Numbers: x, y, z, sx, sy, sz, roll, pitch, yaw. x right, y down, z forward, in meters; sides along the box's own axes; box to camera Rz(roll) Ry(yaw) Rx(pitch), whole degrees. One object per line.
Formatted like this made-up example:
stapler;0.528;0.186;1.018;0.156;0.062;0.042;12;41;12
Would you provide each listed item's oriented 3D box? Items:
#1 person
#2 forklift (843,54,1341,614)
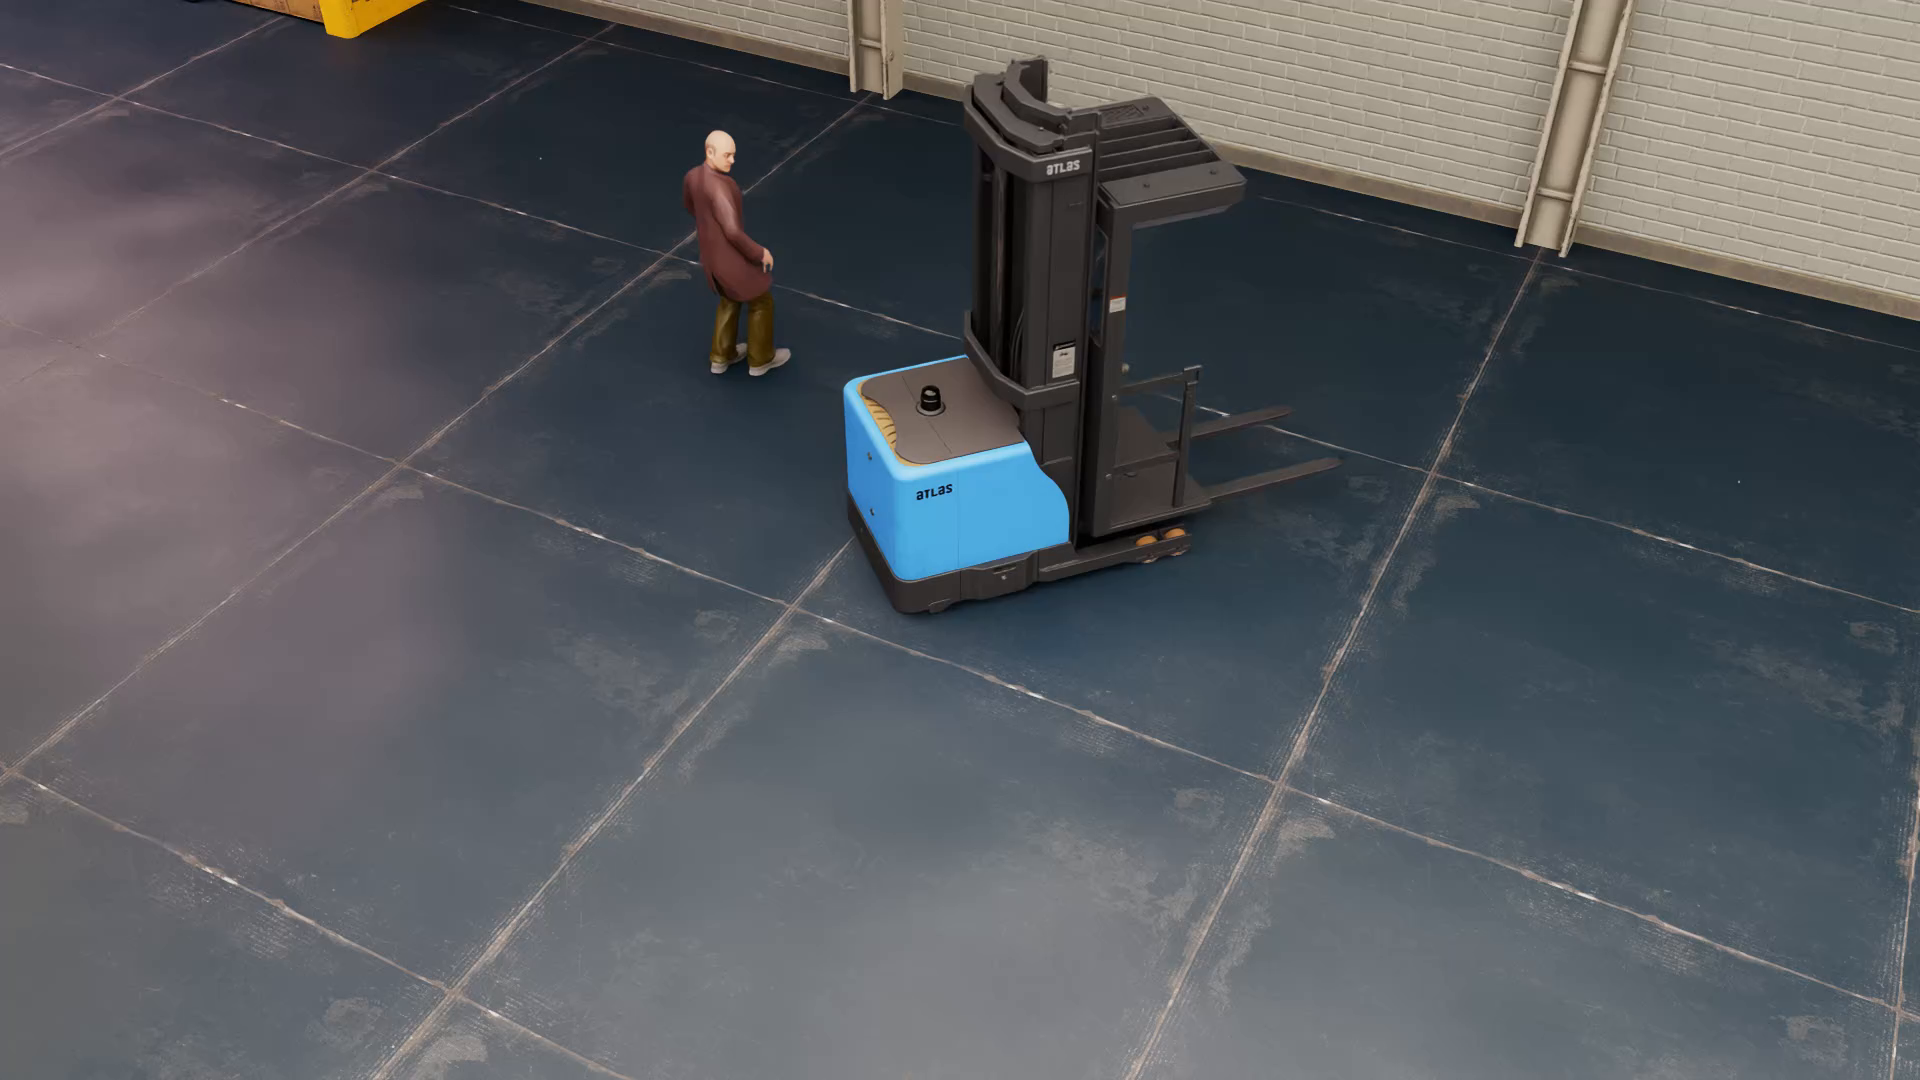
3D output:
person;-1.518;-1.867;11.269;0.552;1.571;0.790;-29;48;-30
forklift;0.876;-1.286;9.513;3.031;2.935;1.130;-14;42;-16
